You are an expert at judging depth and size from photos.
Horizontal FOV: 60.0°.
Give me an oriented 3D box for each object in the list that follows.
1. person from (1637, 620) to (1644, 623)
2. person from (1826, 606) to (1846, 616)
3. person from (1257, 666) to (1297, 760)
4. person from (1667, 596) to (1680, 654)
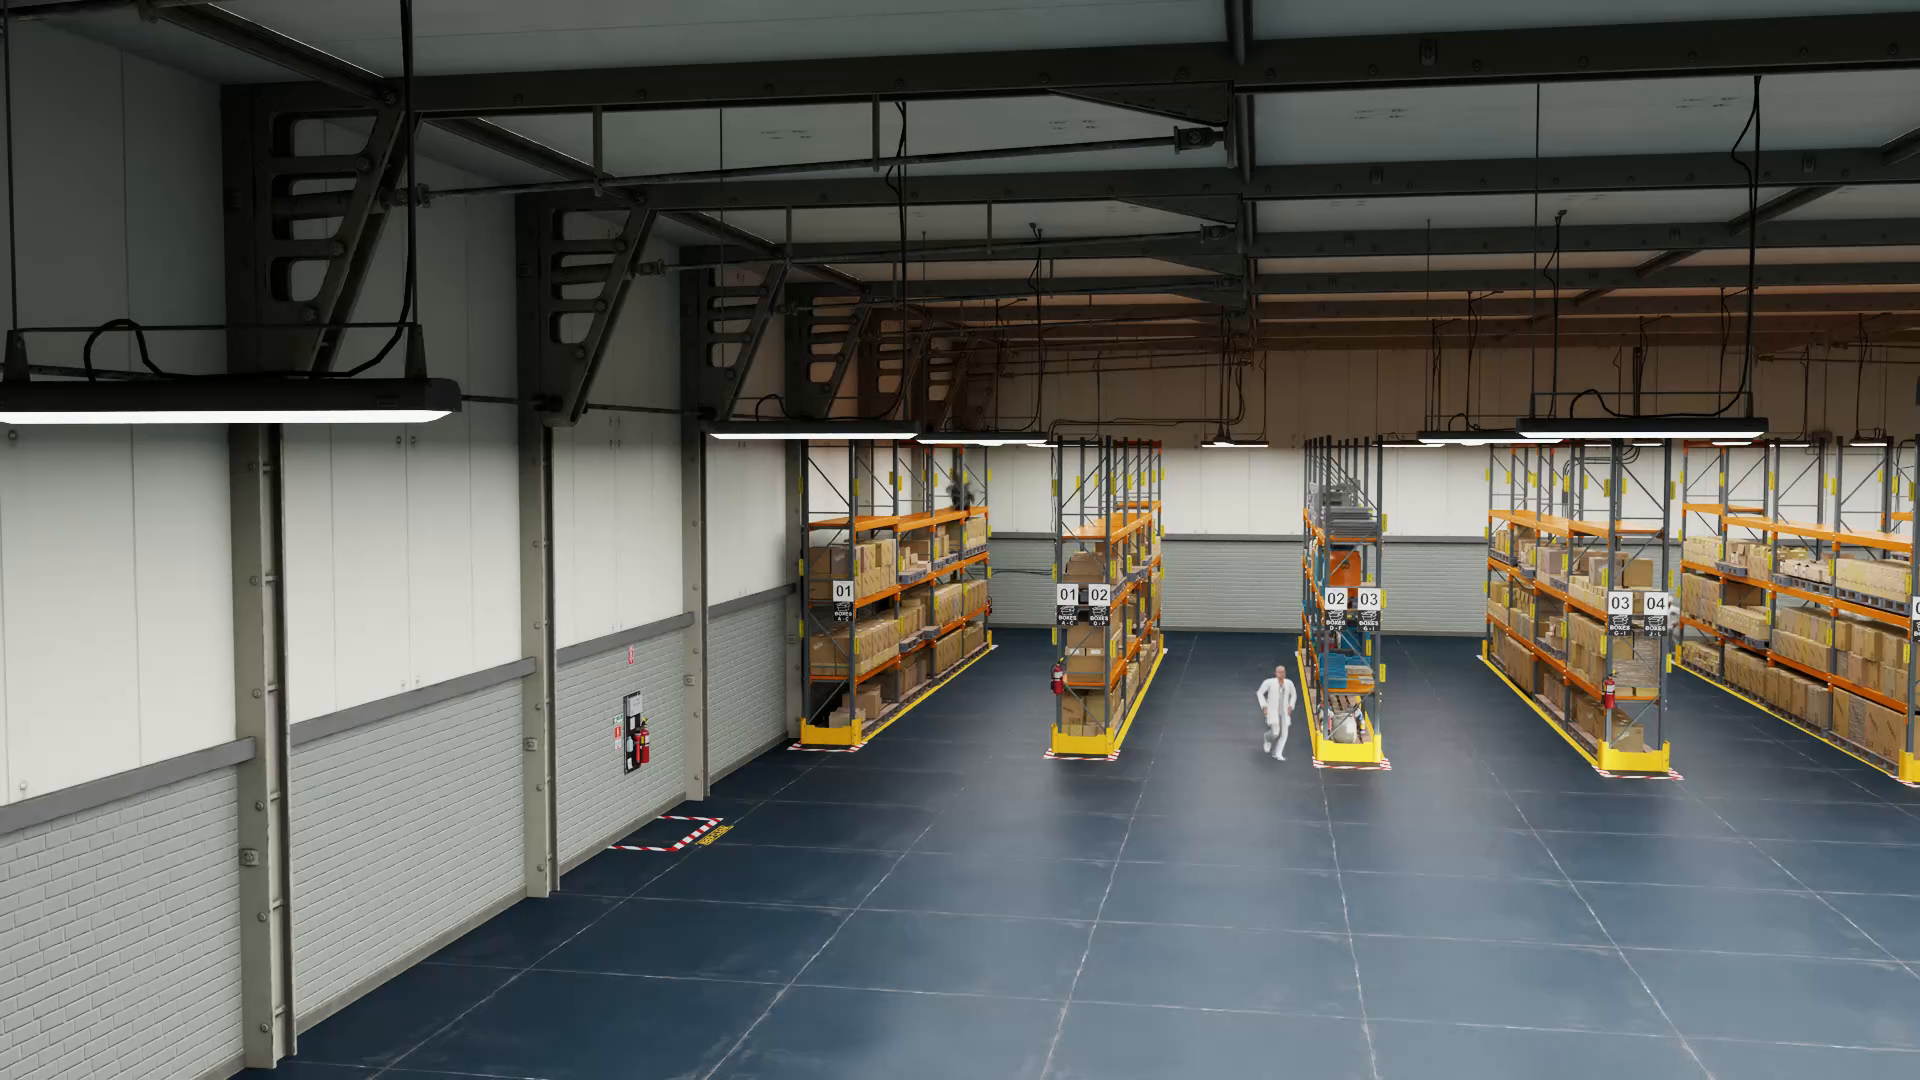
[{"bbox_3d":[17.896,2.513,44.124,0.595,1.653,0.545,0,3,8],"label":"person"},{"bbox_3d":[23.706,2.367,45.204,0.984,1.771,0.691,1,3,13],"label":"person"},{"bbox_3d":[5.893,3.243,30.867,0.735,1.660,0.622,-1,3,-10],"label":"person"},{"bbox_3d":[19.550,2.409,45.842,0.846,1.744,0.803,0,3,6],"label":"person"}]
